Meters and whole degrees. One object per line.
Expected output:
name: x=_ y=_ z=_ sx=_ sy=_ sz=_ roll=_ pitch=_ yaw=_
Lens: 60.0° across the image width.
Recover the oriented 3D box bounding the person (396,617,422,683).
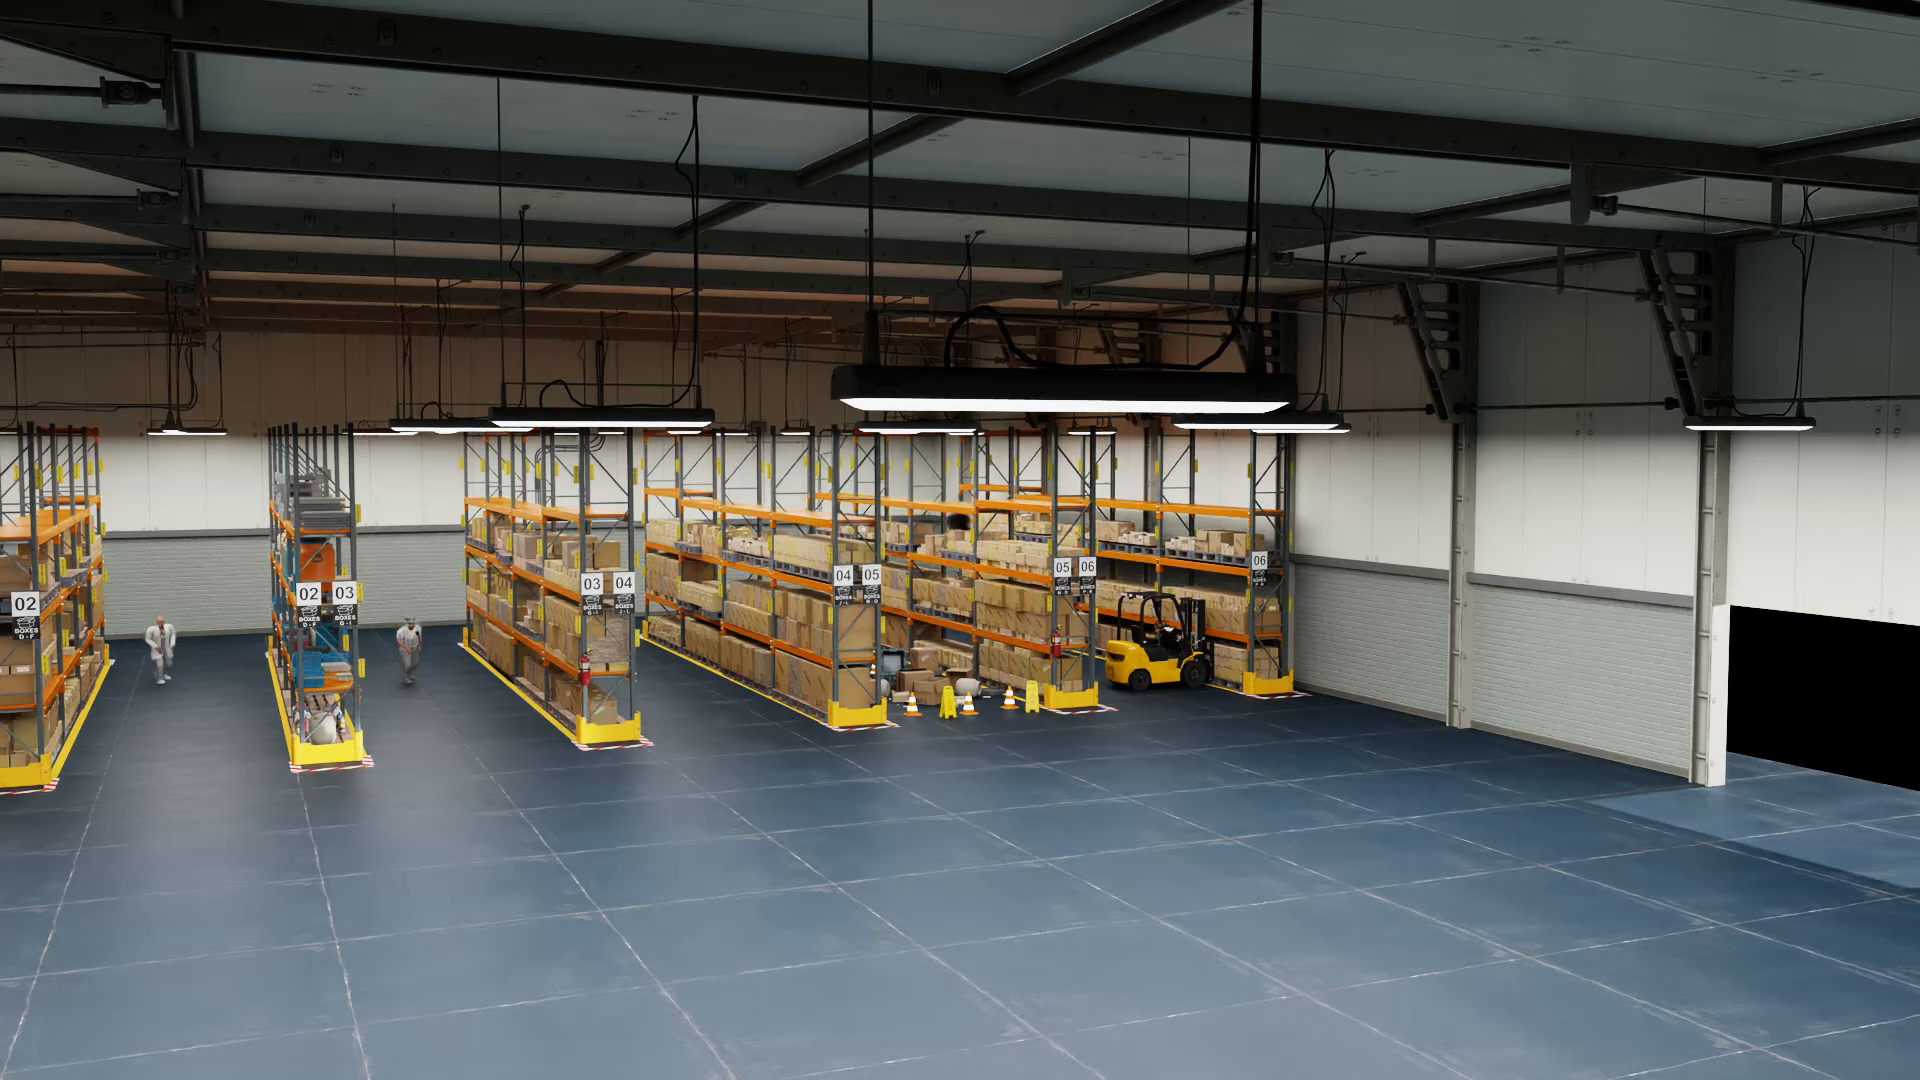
person: x=-12.900 y=2.554 z=38.871 sx=0.904 sy=1.588 sz=0.669 roll=3 pitch=5 yaw=43

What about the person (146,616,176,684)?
person: x=-18.615 y=2.546 z=38.669 sx=0.889 sy=1.618 sz=0.677 roll=3 pitch=5 yaw=44
